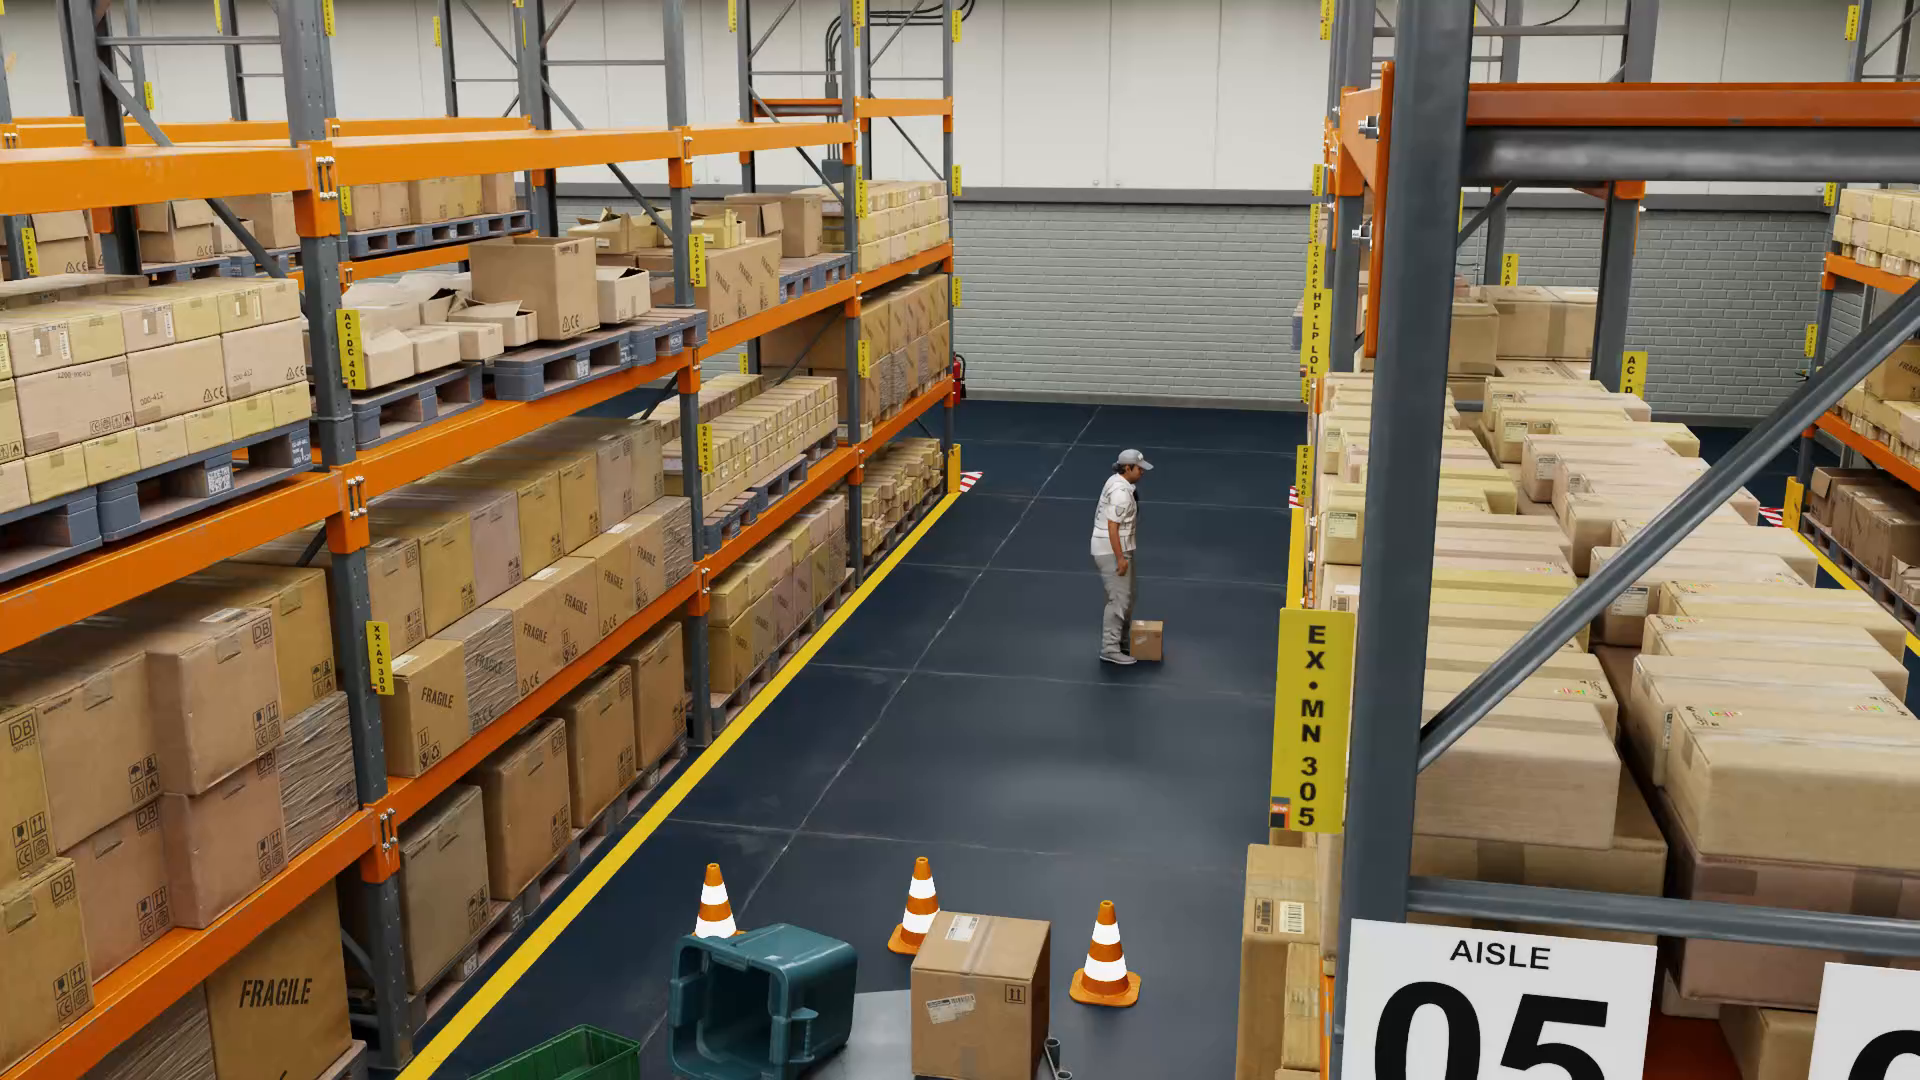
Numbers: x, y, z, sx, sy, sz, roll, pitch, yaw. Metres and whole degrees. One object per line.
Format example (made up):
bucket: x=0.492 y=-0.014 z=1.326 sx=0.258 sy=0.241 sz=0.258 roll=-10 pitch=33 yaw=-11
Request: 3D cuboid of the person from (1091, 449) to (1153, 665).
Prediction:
person: x=1.266 y=0.107 z=13.096 sx=0.470 sy=1.665 sz=0.561 roll=2 pitch=15 yaw=8
